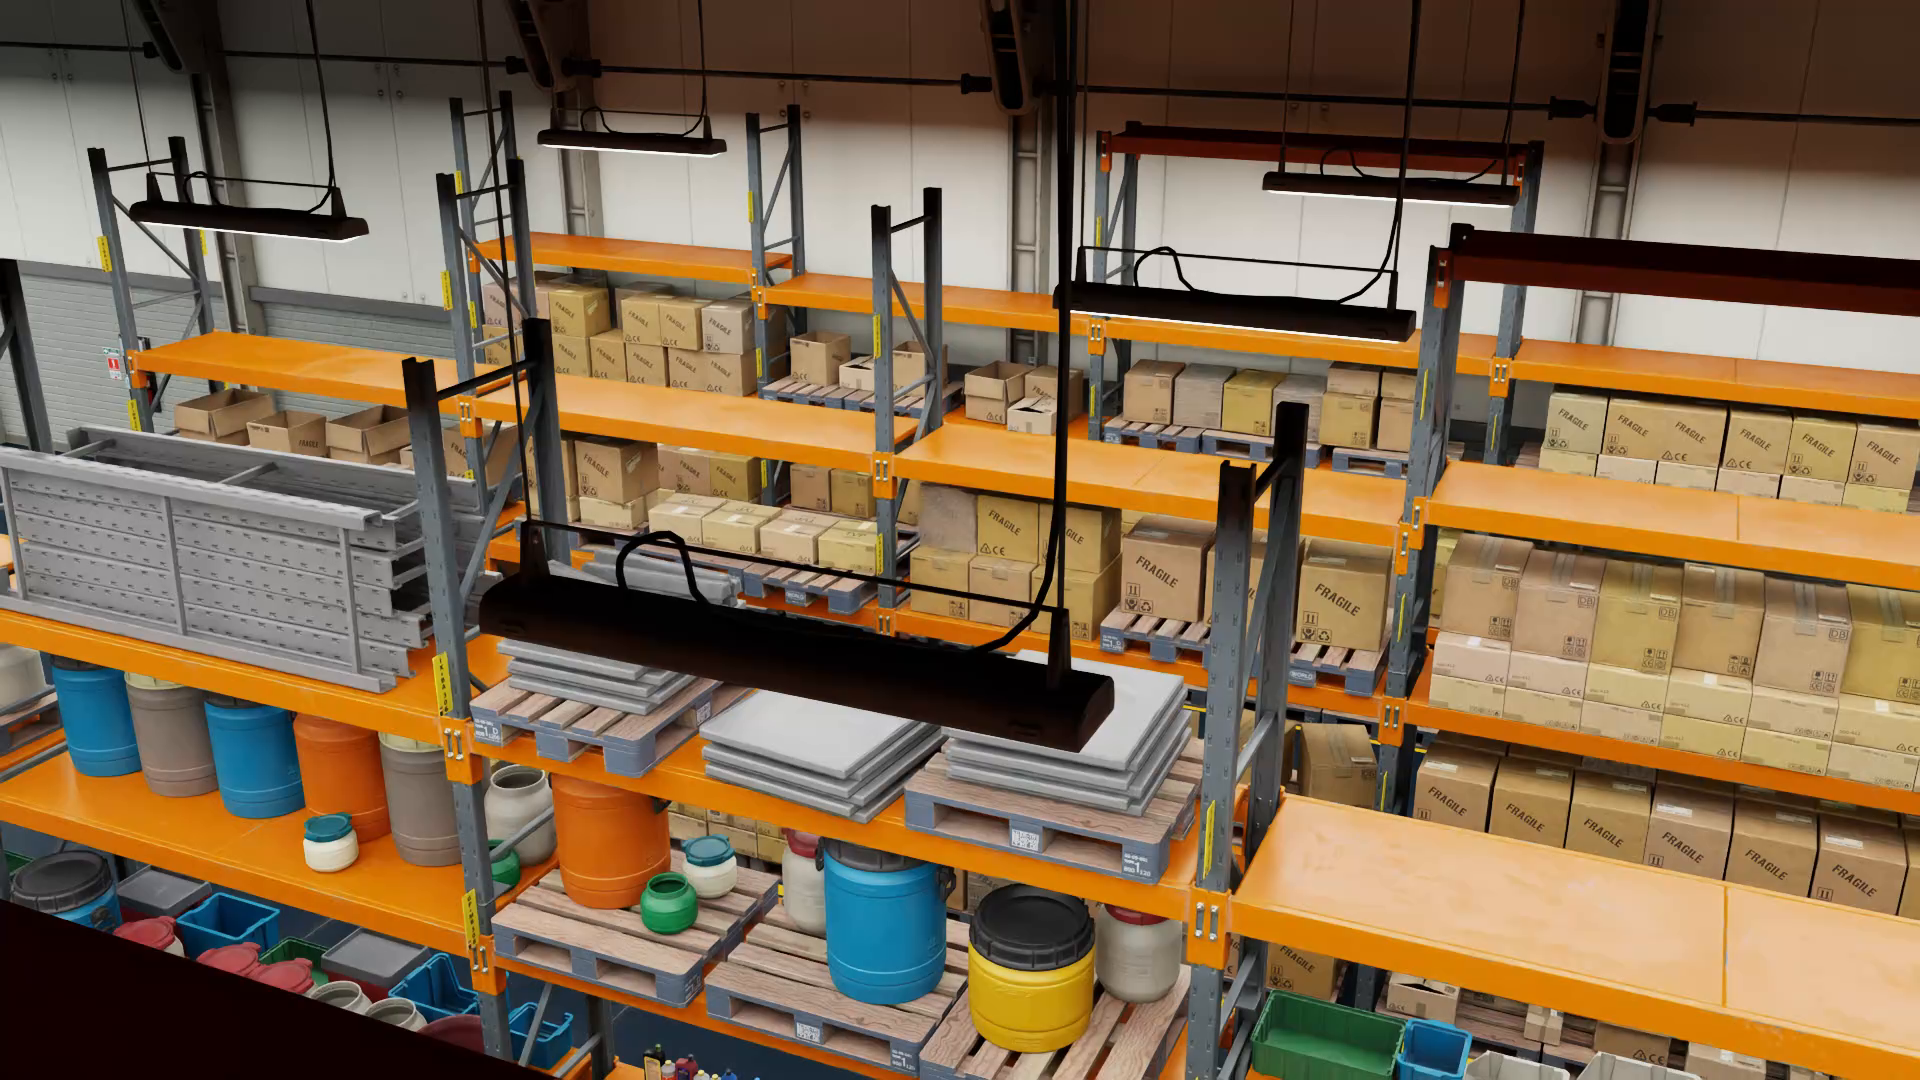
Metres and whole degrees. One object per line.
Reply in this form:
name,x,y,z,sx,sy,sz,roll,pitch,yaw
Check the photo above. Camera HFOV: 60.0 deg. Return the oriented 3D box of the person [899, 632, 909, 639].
person,-0.577,1.490,16.162,0.507,1.742,0.697,-1,21,-2
